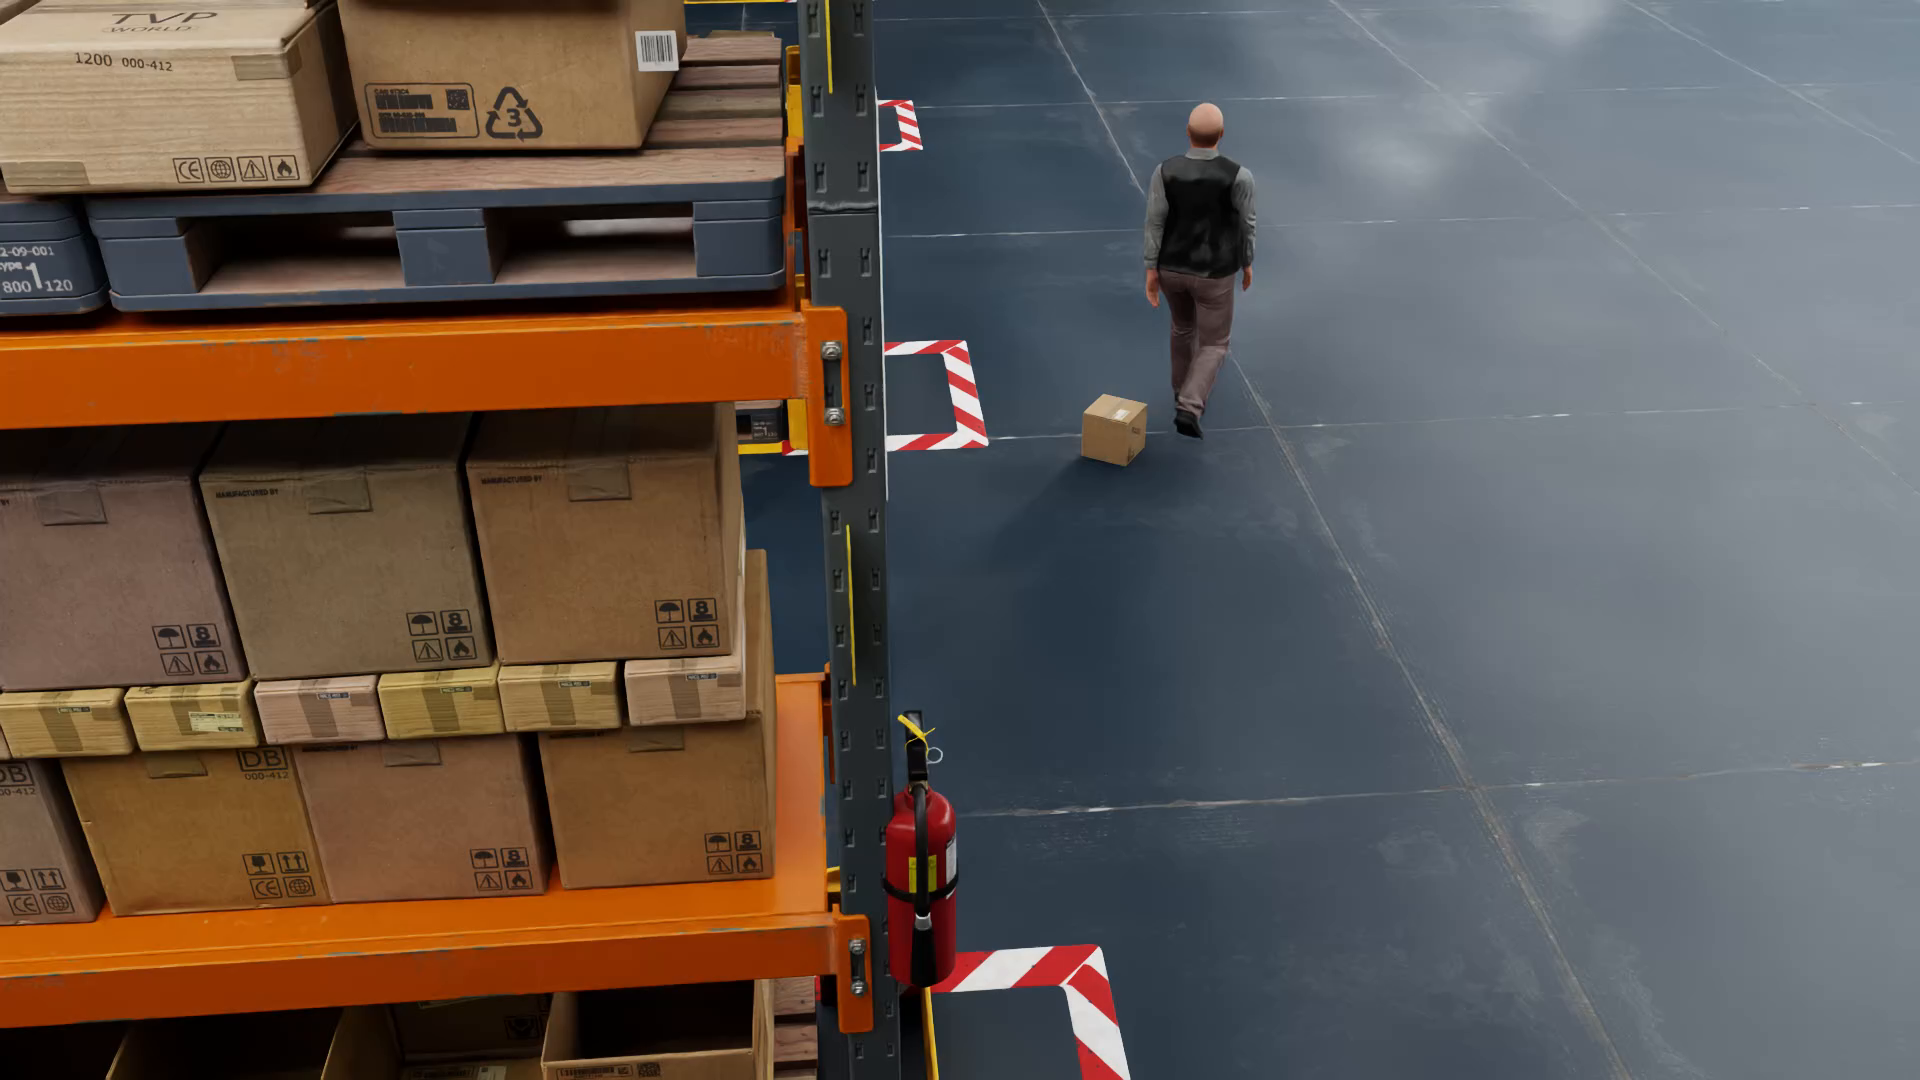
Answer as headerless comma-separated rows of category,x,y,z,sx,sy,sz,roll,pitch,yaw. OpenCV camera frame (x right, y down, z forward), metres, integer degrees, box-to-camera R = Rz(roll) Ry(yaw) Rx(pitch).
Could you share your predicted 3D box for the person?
person,1.193,-1.358,8.415,0.536,1.681,0.967,12,33,20
